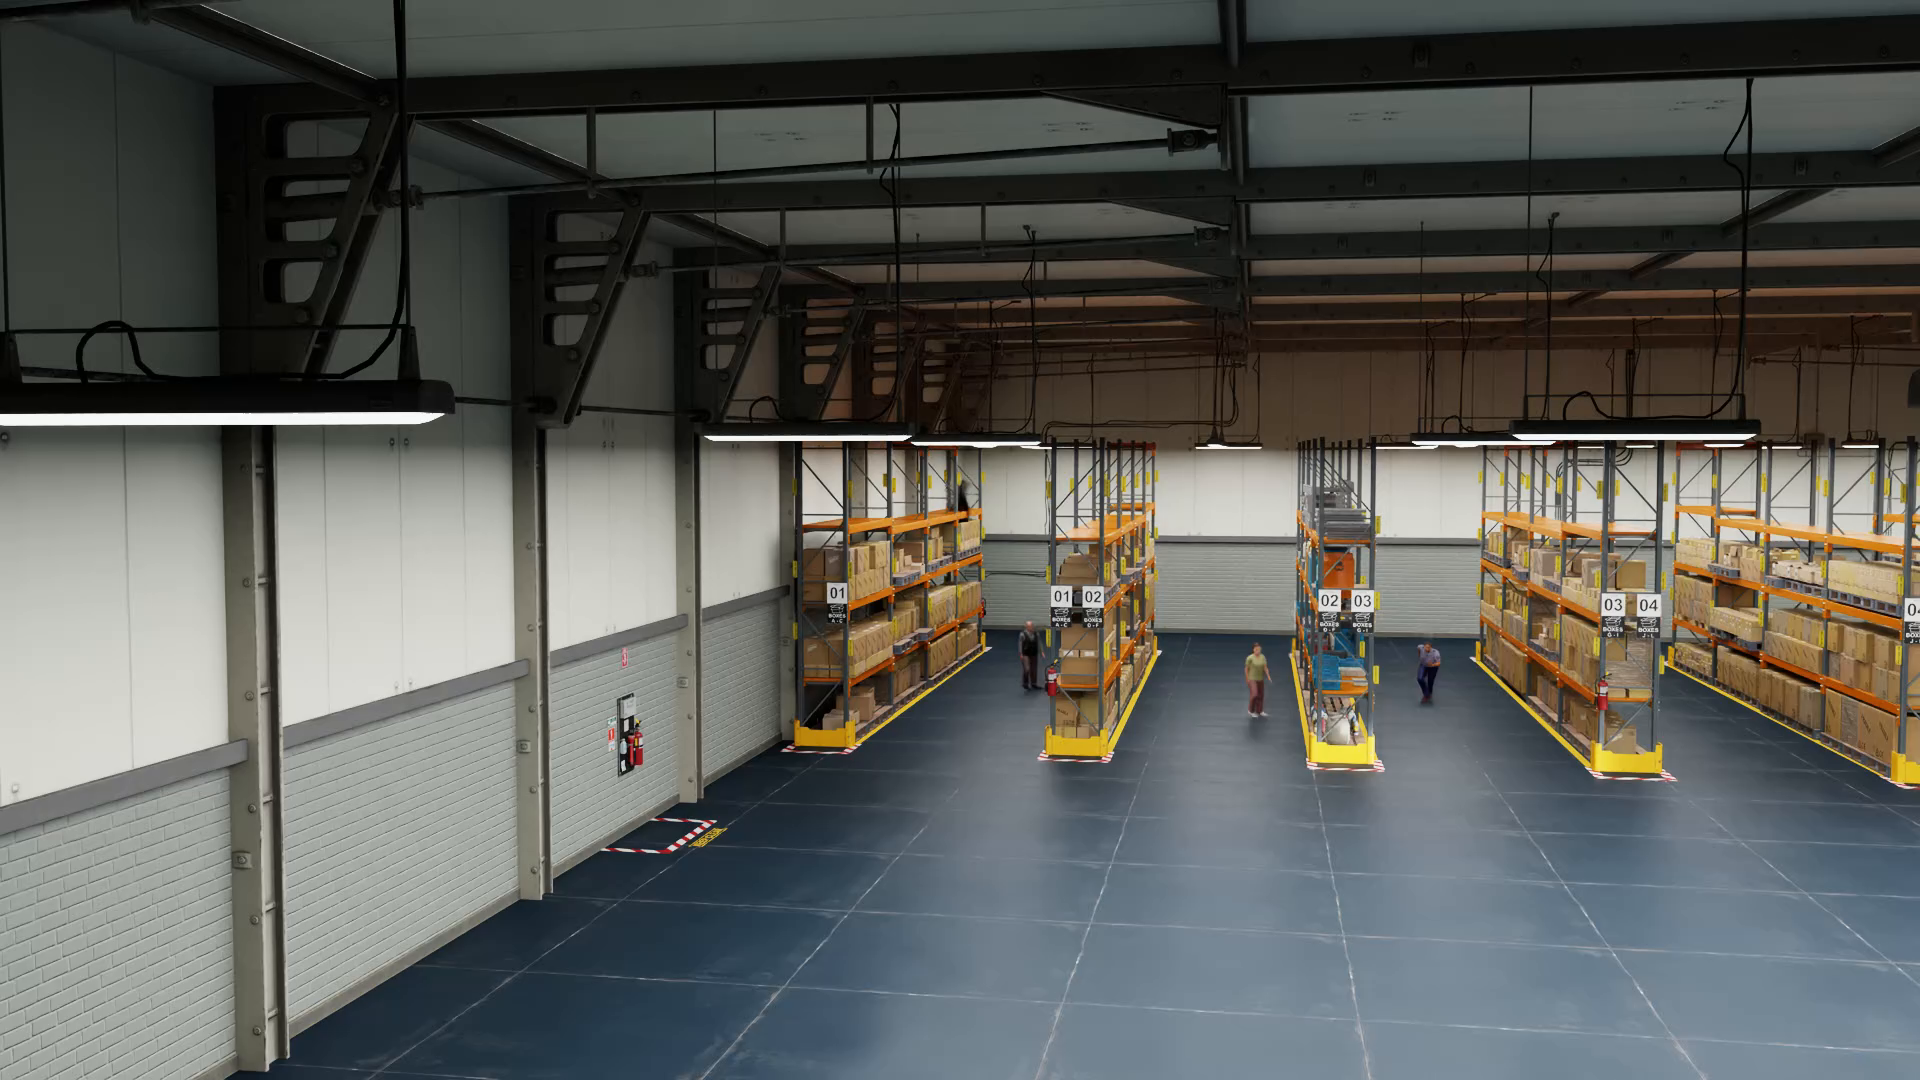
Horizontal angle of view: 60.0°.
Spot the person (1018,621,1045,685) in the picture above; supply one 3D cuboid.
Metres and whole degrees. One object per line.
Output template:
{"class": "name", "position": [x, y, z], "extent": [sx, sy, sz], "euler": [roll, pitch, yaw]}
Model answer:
{"class": "person", "position": [1.673, 2.730, 39.896], "extent": [0.596, 1.604, 0.624], "euler": [-1, 3, -24]}

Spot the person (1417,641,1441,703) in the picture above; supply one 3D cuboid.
{"class": "person", "position": [10.814, 3.006, 38.299], "extent": [0.592, 1.428, 1.109], "euler": [1, 3, 25]}

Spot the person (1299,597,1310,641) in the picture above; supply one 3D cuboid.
{"class": "person", "position": [9.948, 2.283, 47.624], "extent": [0.709, 1.657, 0.521], "euler": [-2, 4, -32]}

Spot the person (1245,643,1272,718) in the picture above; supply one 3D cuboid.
{"class": "person", "position": [6.389, 3.012, 35.843], "extent": [0.554, 1.644, 0.561], "euler": [-1, 3, -22]}

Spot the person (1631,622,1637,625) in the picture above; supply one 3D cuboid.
{"class": "person", "position": [18.452, 2.488, 45.308], "extent": [0.656, 1.737, 0.707], "euler": [2, 4, 31]}
